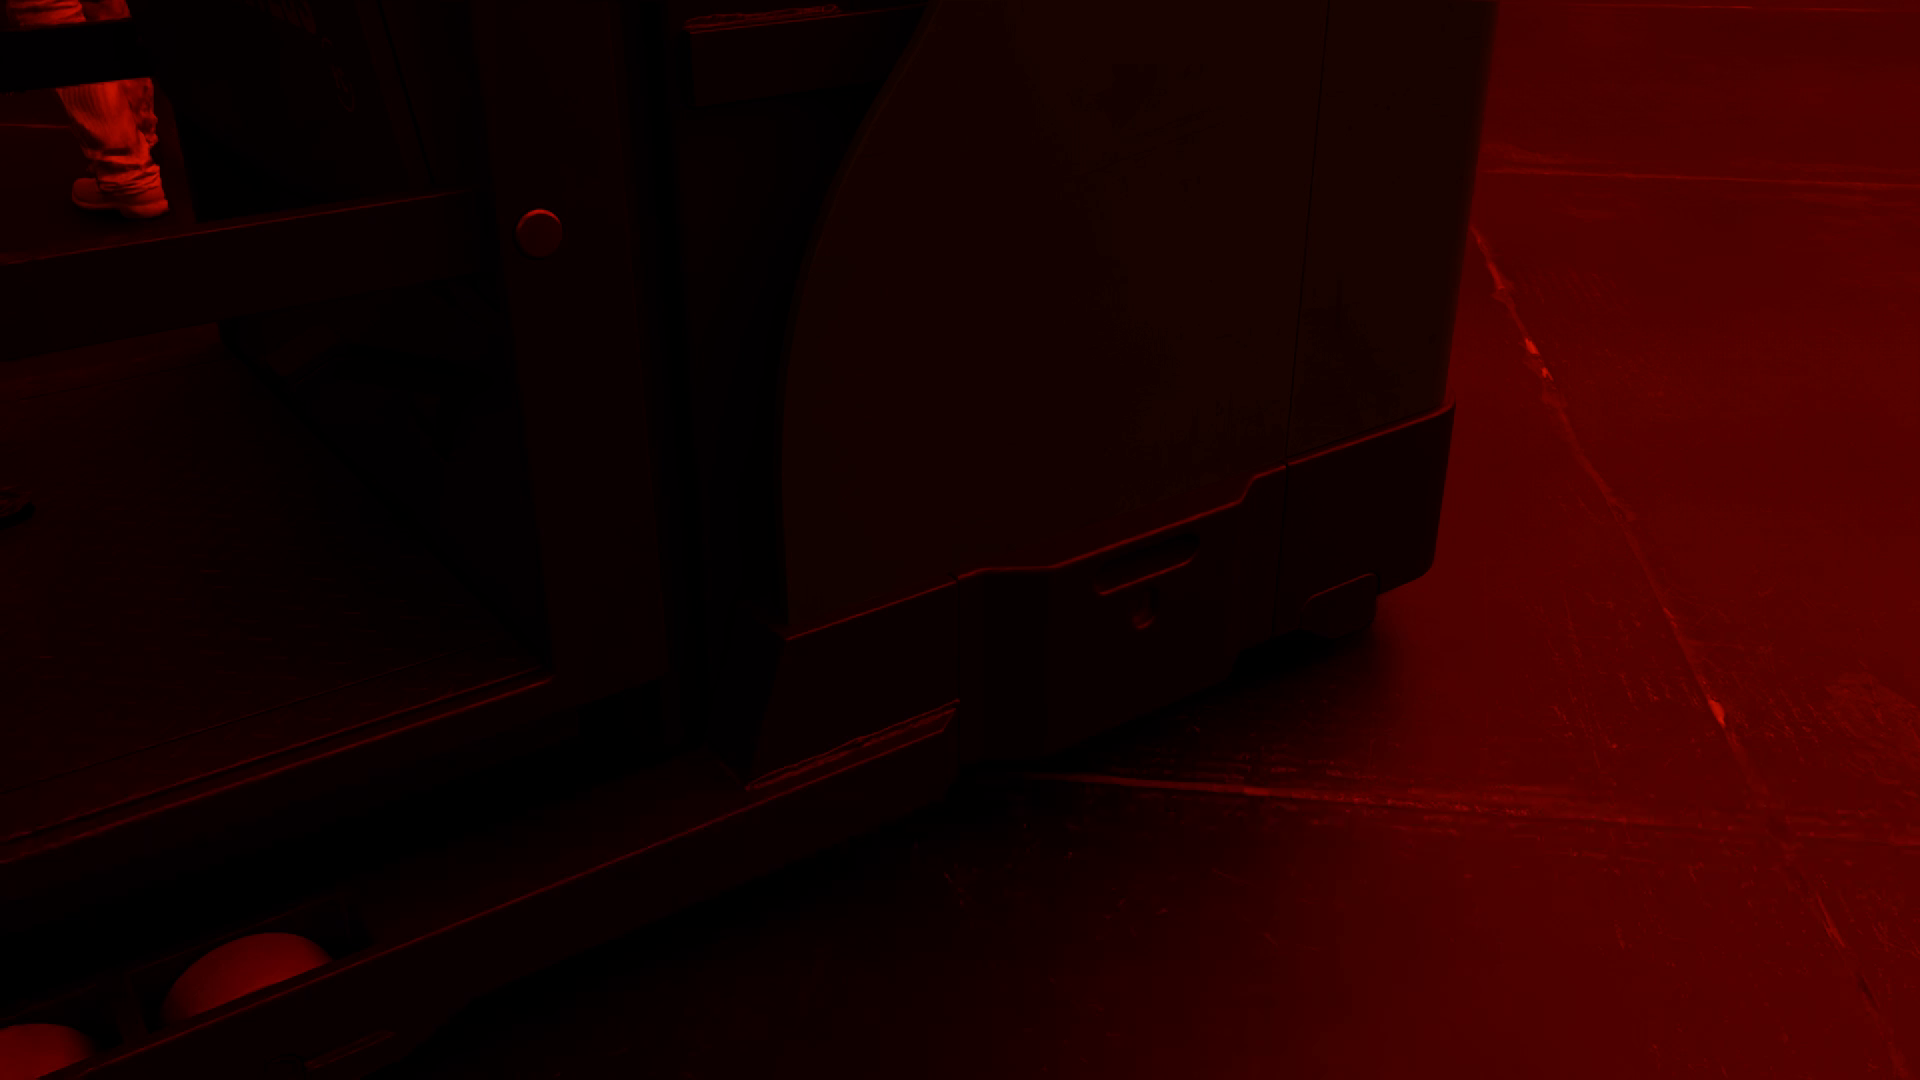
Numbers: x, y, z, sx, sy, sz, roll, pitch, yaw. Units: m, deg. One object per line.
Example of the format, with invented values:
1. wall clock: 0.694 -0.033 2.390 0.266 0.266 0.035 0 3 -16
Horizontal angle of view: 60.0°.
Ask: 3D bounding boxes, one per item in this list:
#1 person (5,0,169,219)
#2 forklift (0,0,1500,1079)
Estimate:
1. person: -2.185 -1.672 3.932 0.647 1.794 1.043 17 31 30
2. forklift: -0.836 -1.011 1.244 3.031 2.935 1.130 -18 32 -32
